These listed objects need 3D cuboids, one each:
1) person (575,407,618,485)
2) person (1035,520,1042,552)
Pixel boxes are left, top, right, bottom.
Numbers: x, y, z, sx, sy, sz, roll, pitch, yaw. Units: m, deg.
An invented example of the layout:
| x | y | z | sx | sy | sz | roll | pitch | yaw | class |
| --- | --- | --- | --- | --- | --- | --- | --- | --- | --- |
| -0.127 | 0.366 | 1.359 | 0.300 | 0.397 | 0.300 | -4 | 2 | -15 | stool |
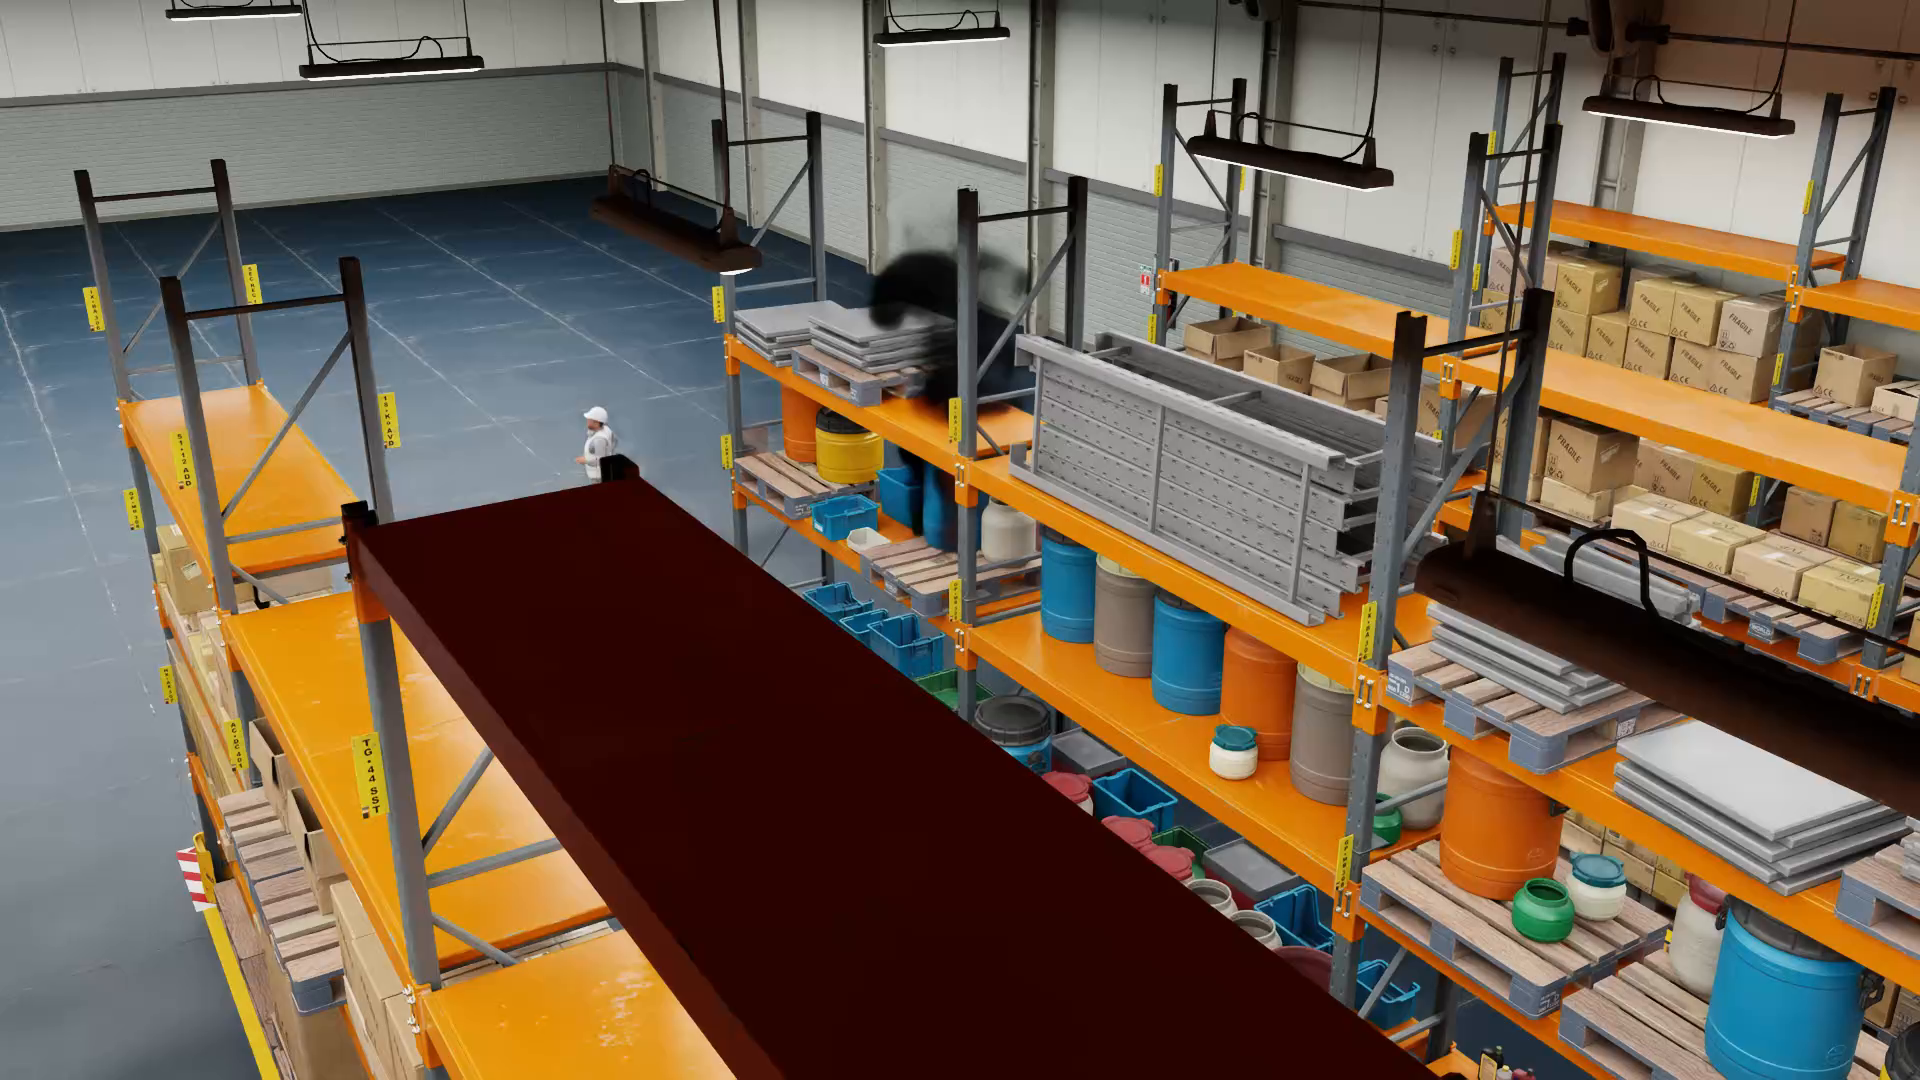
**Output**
| x | y | z | sx | sy | sz | roll | pitch | yaw | class |
| --- | --- | --- | --- | --- | --- | --- | --- | --- | --- |
| -4.528 | -0.820 | 21.046 | 0.820 | 1.790 | 0.657 | -3 | 22 | -8 | person |
| 0.843 | -0.330 | 20.001 | 0.652 | 1.697 | 0.593 | -2 | 22 | -5 | person |
